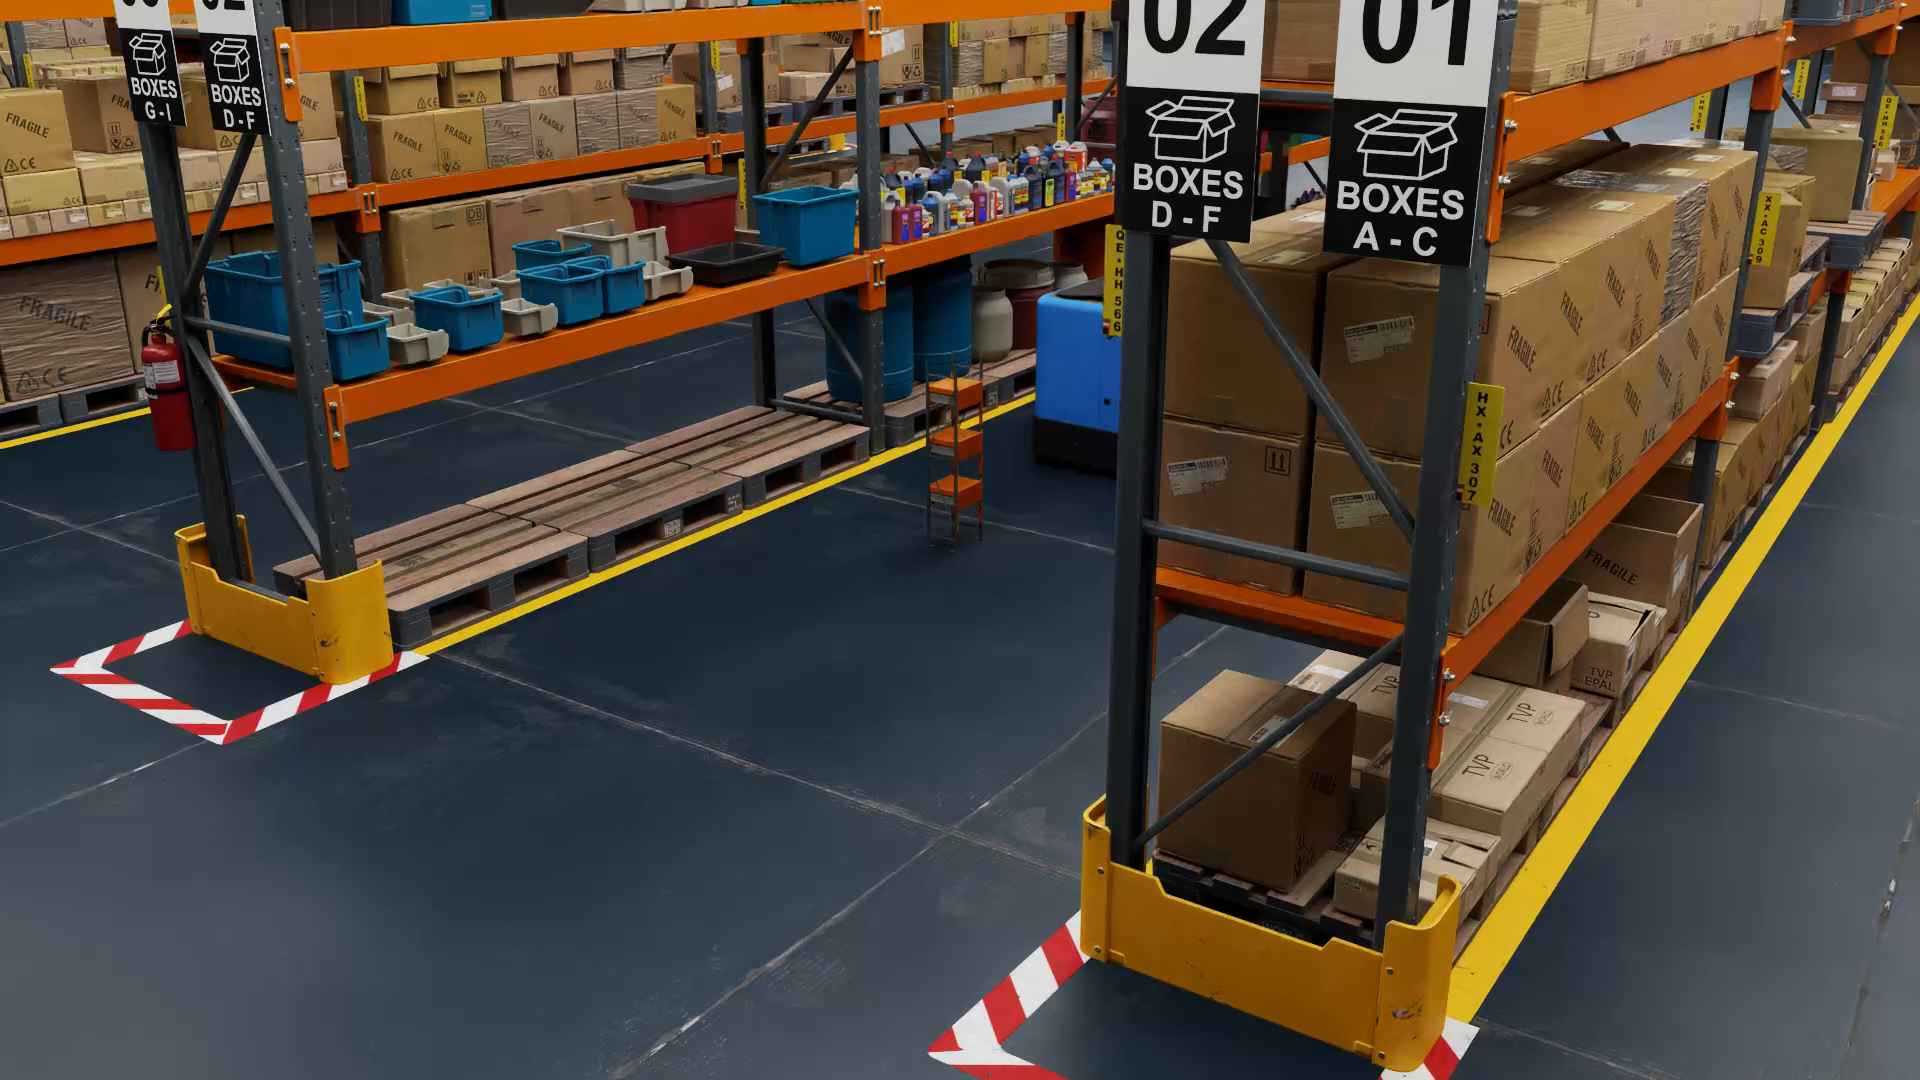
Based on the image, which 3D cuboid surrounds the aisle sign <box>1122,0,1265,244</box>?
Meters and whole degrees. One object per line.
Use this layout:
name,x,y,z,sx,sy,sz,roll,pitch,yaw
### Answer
aisle sign,0.621,-1.208,4.461,0.394,0.787,0.004,13,24,32

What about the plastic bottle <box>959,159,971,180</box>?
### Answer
plastic bottle,0.026,-2.694,12.404,0.152,0.276,0.135,13,24,32

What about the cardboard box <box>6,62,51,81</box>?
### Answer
cardboard box,-9.010,-4.537,16.107,0.380,0.149,0.250,15,25,34

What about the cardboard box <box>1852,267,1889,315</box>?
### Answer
cardboard box,6.813,-1.954,12.773,0.500,0.311,0.500,13,24,31

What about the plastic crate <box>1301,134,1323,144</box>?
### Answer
plastic crate,3.201,-3.975,15.709,0.392,0.384,0.575,13,24,32

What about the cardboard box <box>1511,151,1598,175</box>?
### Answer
cardboard box,2.374,-1.384,7.098,0.500,0.500,0.500,12,24,30

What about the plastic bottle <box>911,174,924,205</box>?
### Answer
plastic bottle,-0.300,-2.449,11.747,0.097,0.271,0.097,0,20,0

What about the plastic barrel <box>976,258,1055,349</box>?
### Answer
plastic barrel,0.420,-1.810,12.704,0.600,0.588,0.708,13,24,32

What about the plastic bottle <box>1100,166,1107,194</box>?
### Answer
plastic bottle,1.067,-2.740,12.634,0.097,0.201,0.097,0,20,0

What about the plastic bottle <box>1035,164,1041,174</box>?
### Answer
plastic bottle,0.576,-2.605,12.151,0.061,0.283,0.133,13,24,32

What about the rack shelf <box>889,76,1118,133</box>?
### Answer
rack shelf,0.592,-5.562,21.014,1.077,0.370,4.000,13,24,32

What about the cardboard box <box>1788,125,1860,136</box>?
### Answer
cardboard box,6.340,-2.776,12.302,0.500,0.500,0.500,12,23,29

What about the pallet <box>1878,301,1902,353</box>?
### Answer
pallet,7.277,-1.865,14.003,1.003,0.211,1.213,13,24,32

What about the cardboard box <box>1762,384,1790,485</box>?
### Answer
cardboard box,4.498,-0.664,9.705,0.500,0.500,0.500,12,24,30

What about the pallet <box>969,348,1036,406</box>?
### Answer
pallet,0.221,-1.321,12.531,1.003,0.211,1.213,13,24,32

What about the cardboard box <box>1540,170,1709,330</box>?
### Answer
cardboard box,2.522,-1.125,6.397,0.500,0.500,0.500,13,24,32

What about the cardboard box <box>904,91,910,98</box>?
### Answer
cardboard box,-0.654,-5.326,19.703,0.380,0.149,0.250,13,24,32

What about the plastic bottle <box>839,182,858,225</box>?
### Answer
plastic bottle,-0.773,-2.287,11.302,0.152,0.276,0.135,13,24,32

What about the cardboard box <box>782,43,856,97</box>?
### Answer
cardboard box,-1.430,-5.055,17.853,0.797,0.503,0.637,16,26,37

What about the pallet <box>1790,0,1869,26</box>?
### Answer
pallet,3.586,-2.589,7.887,1.213,0.211,1.003,13,24,32

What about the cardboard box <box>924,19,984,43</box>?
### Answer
cardboard box,-0.069,-6.060,19.310,0.500,0.500,0.500,13,24,32

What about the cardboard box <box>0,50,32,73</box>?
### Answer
cardboard box,-11.595,-5.787,20.082,0.500,0.250,0.500,13,24,30

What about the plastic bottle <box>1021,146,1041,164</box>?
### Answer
plastic bottle,0.545,-2.959,13.121,0.152,0.276,0.135,13,24,32

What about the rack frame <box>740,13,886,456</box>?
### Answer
rack frame,-0.933,-2.064,10.521,1.000,3.000,0.127,13,24,32

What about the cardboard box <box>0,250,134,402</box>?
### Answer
cardboard box,-6.473,-1.543,11.570,0.875,0.875,0.875,13,24,32

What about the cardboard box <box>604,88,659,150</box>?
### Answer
cardboard box,-3.138,-3.892,15.320,0.500,0.500,0.500,13,24,31

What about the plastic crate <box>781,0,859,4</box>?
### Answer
plastic crate,-0.921,-3.191,9.549,0.450,0.188,0.662,13,24,32

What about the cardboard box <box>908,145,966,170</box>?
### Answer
cardboard box,-0.274,-4.457,19.987,0.500,0.500,0.500,12,24,30

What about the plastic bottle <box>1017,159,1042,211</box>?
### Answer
plastic bottle,0.496,-2.532,11.858,0.144,0.351,0.185,13,24,32

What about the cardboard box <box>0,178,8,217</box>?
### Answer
cardboard box,-6.498,-2.187,10.640,0.500,0.250,0.500,13,24,31

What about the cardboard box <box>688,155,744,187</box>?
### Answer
cardboard box,-2.429,-3.761,16.997,0.500,0.250,0.500,14,25,34

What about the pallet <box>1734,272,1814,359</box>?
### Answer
pallet,3.701,-1.215,8.502,1.003,0.211,1.213,13,24,32

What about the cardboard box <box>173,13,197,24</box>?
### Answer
cardboard box,-10.245,-6.728,21.953,0.500,0.500,0.500,15,25,35

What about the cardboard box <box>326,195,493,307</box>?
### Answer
cardboard box,-4.686,-2.418,13.935,1.225,0.875,0.875,13,24,32

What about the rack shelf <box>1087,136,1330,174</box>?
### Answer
rack shelf,2.440,-3.448,15.299,1.077,0.370,4.000,13,24,32

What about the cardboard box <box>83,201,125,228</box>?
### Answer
cardboard box,-5.942,-2.243,11.368,0.380,0.149,0.250,13,24,30

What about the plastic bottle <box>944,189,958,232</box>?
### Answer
plastic bottle,-0.064,-2.195,11.060,0.097,0.271,0.097,0,20,0

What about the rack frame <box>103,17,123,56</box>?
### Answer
rack frame,-10.977,-6.110,21.460,1.000,3.000,0.127,13,24,32

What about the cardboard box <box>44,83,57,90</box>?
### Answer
cardboard box,-8.473,-4.268,15.808,0.380,0.149,0.250,14,24,33

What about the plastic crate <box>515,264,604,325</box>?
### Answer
plastic crate,-2.030,-1.250,8.476,0.416,0.233,0.300,13,24,32

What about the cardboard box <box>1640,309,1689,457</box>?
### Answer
cardboard box,2.517,-0.654,6.566,0.500,0.500,0.500,14,24,33

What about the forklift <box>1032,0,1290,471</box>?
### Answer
forklift,1.728,-2.185,10.947,1.130,2.935,3.031,14,25,33

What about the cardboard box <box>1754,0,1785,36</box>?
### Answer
cardboard box,3.108,-2.242,6.894,0.500,0.250,0.500,13,24,32

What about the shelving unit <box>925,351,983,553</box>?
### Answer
shelving unit,-0.030,-0.477,9.041,0.215,1.050,0.252,13,24,32

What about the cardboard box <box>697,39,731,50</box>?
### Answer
cardboard box,-3.688,-6.794,23.093,0.875,0.550,0.550,13,24,32

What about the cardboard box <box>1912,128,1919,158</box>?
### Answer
cardboard box,8.194,-3.720,14.854,0.700,0.500,0.500,13,24,31

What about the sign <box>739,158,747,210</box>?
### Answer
sign,-1.387,-2.301,10.764,0.100,0.325,0.005,13,24,32

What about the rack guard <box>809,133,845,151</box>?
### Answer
rack guard,-2.315,-6.304,25.586,1.175,0.500,0.348,13,24,32

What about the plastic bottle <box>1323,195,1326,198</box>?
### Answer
plastic bottle,3.932,-3.562,17.864,0.152,0.276,0.135,13,24,32

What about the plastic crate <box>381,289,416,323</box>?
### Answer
plastic crate,-2.698,-1.170,8.398,0.396,0.136,0.243,13,24,32

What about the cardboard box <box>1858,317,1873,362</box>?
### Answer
cardboard box,6.517,-1.539,12.461,0.500,0.250,0.500,13,24,30

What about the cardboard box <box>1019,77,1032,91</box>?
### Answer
cardboard box,0.670,-5.643,20.560,0.380,0.149,0.250,13,24,32

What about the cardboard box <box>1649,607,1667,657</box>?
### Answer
cardboard box,2.915,0.372,7.410,0.380,0.149,0.250,13,24,32
